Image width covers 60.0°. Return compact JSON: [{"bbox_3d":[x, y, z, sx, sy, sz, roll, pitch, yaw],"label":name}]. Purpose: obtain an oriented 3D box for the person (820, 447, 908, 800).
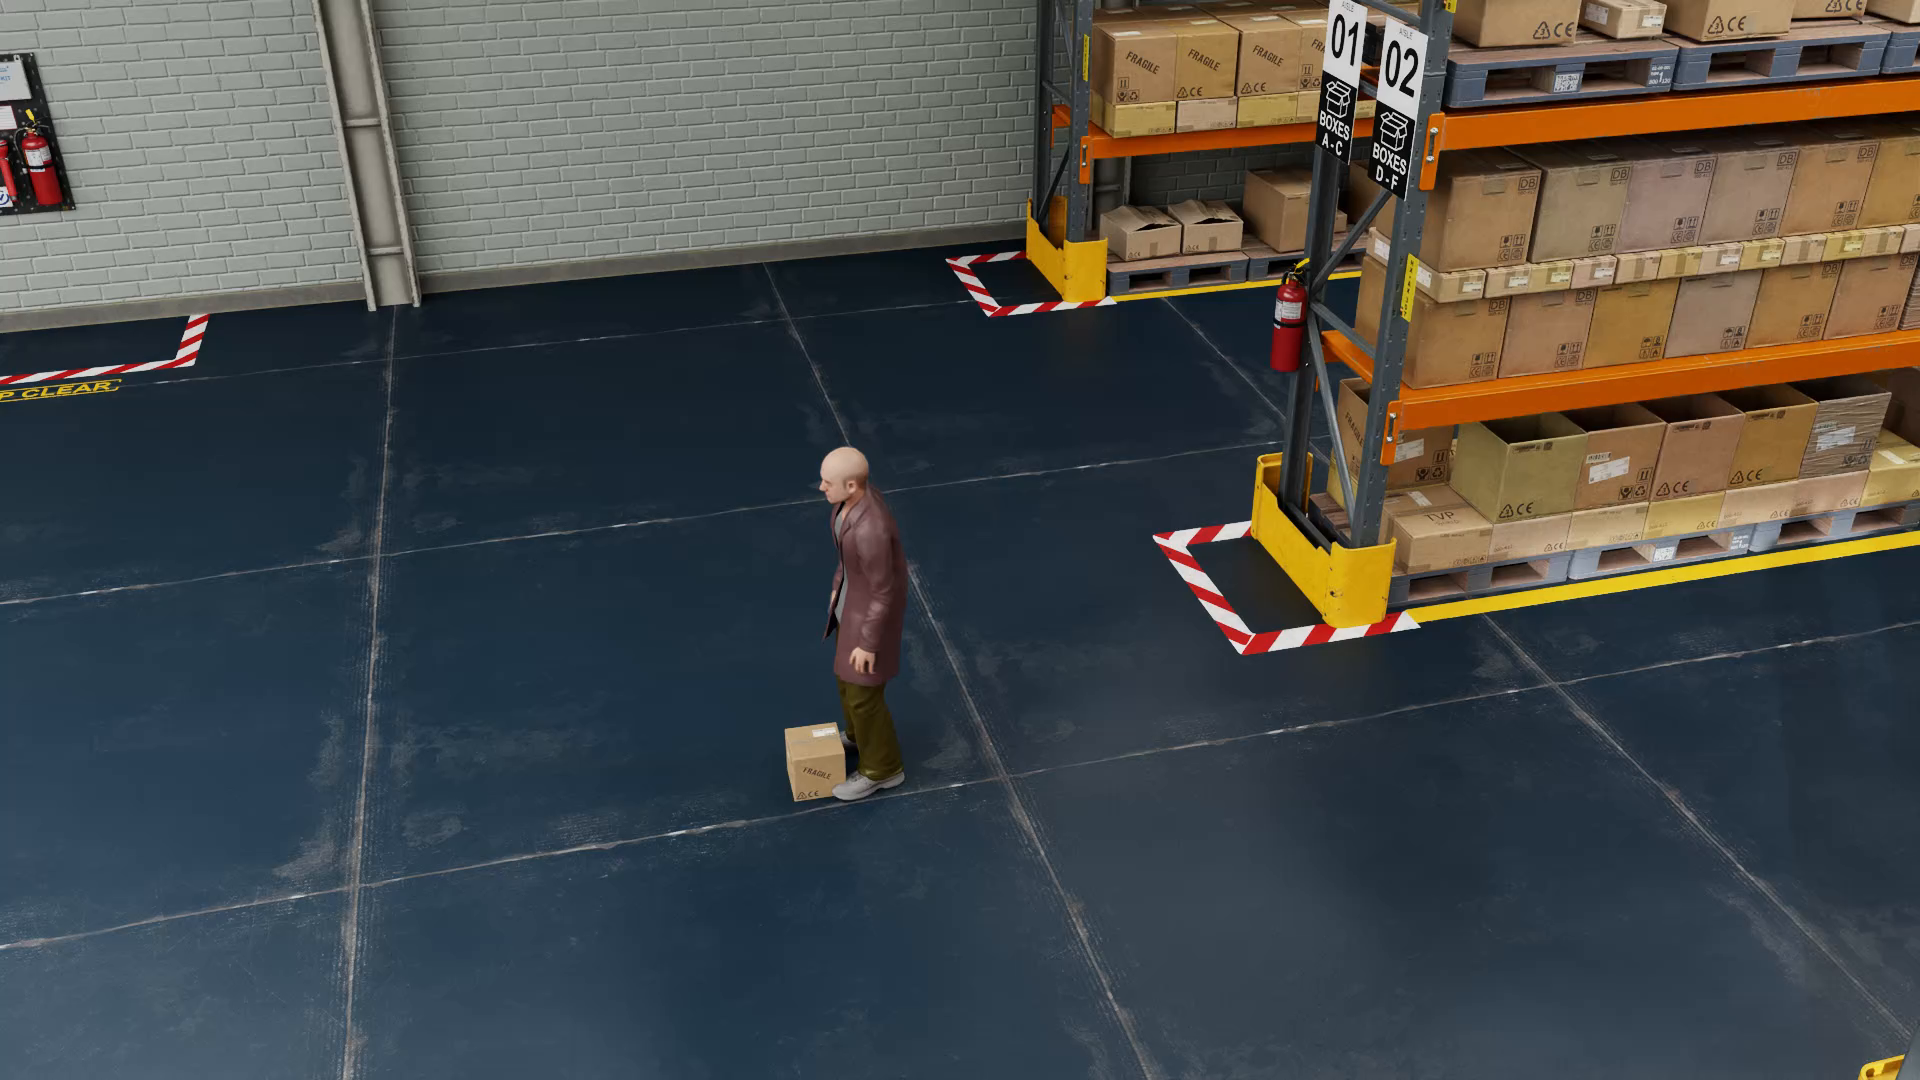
[{"bbox_3d":[-0.455,0.361,7.631,0.421,1.774,0.642,-8,31,-13],"label":"person"}]
